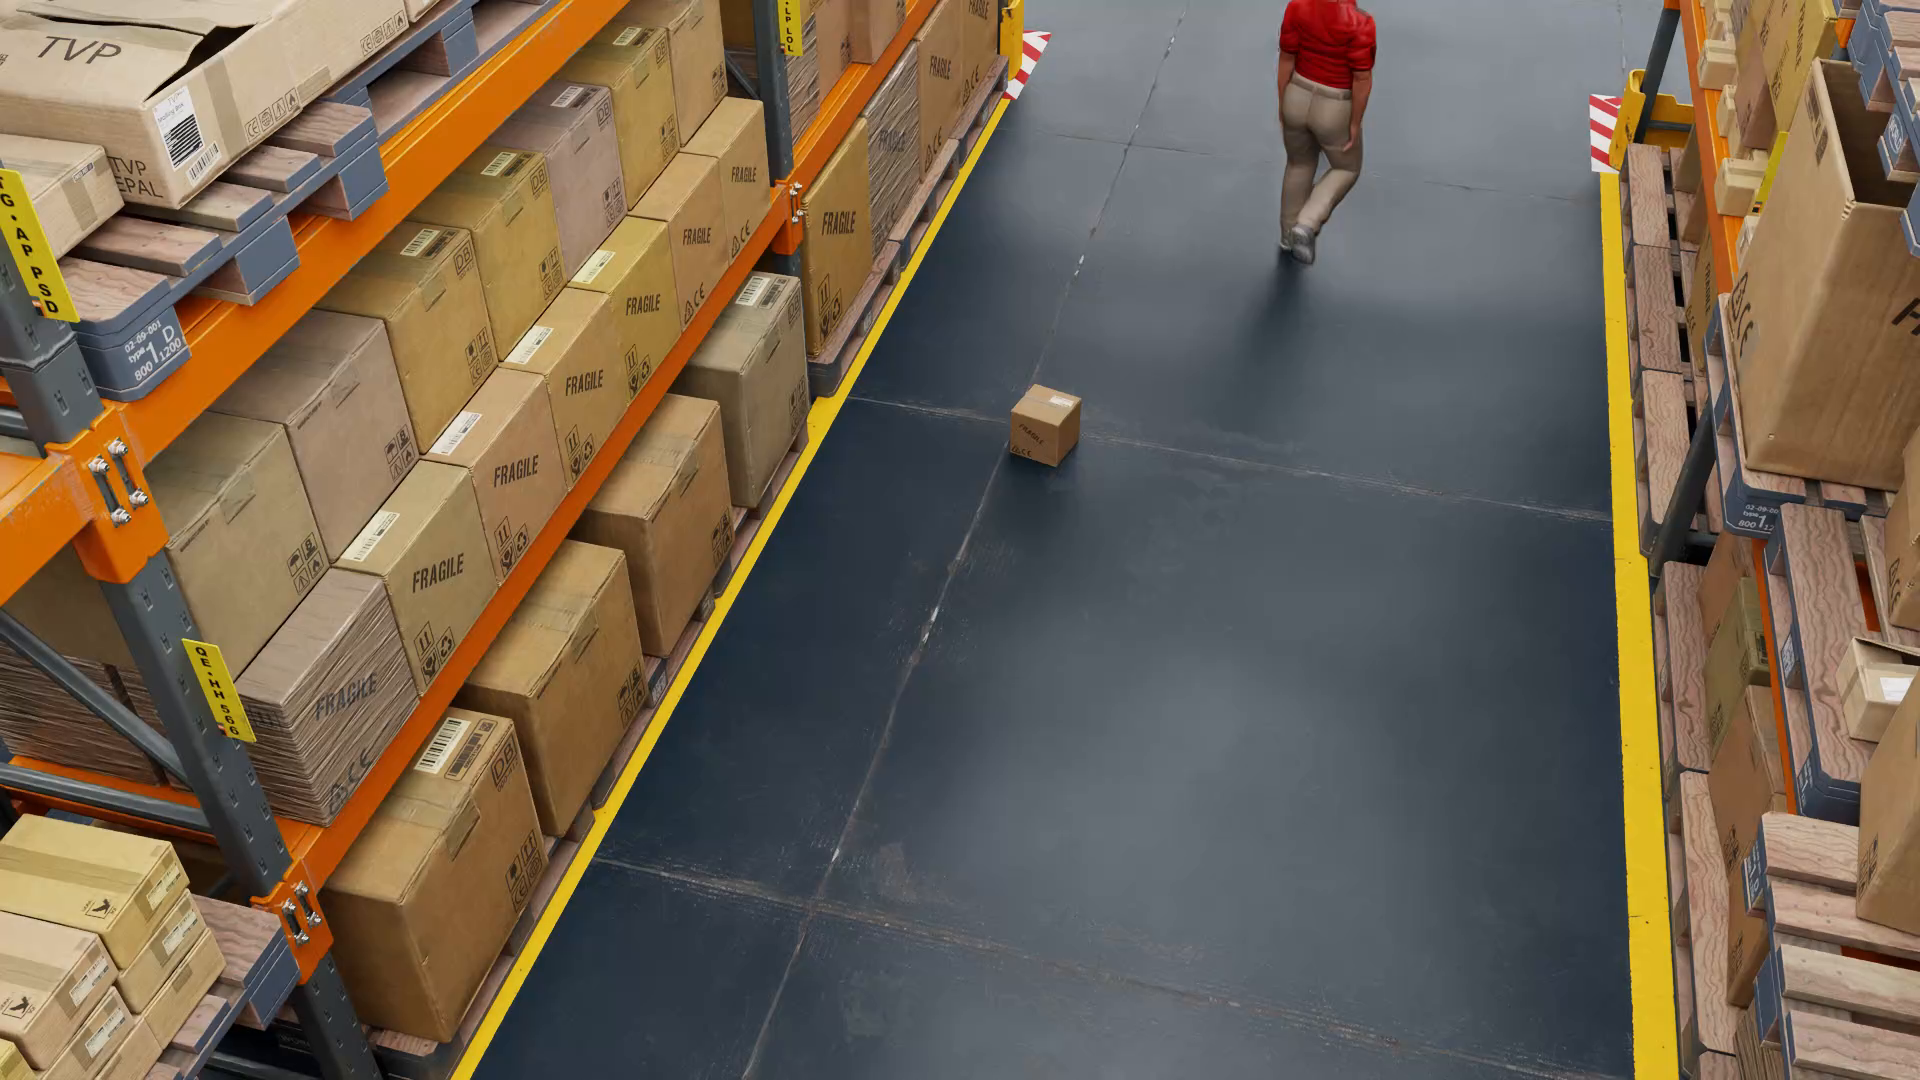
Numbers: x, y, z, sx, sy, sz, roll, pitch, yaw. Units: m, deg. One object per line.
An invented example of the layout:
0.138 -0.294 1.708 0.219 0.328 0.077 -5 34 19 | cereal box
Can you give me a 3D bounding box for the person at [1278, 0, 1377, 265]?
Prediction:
1.894 -2.232 8.787 0.534 1.634 0.588 24 46 26 | person
